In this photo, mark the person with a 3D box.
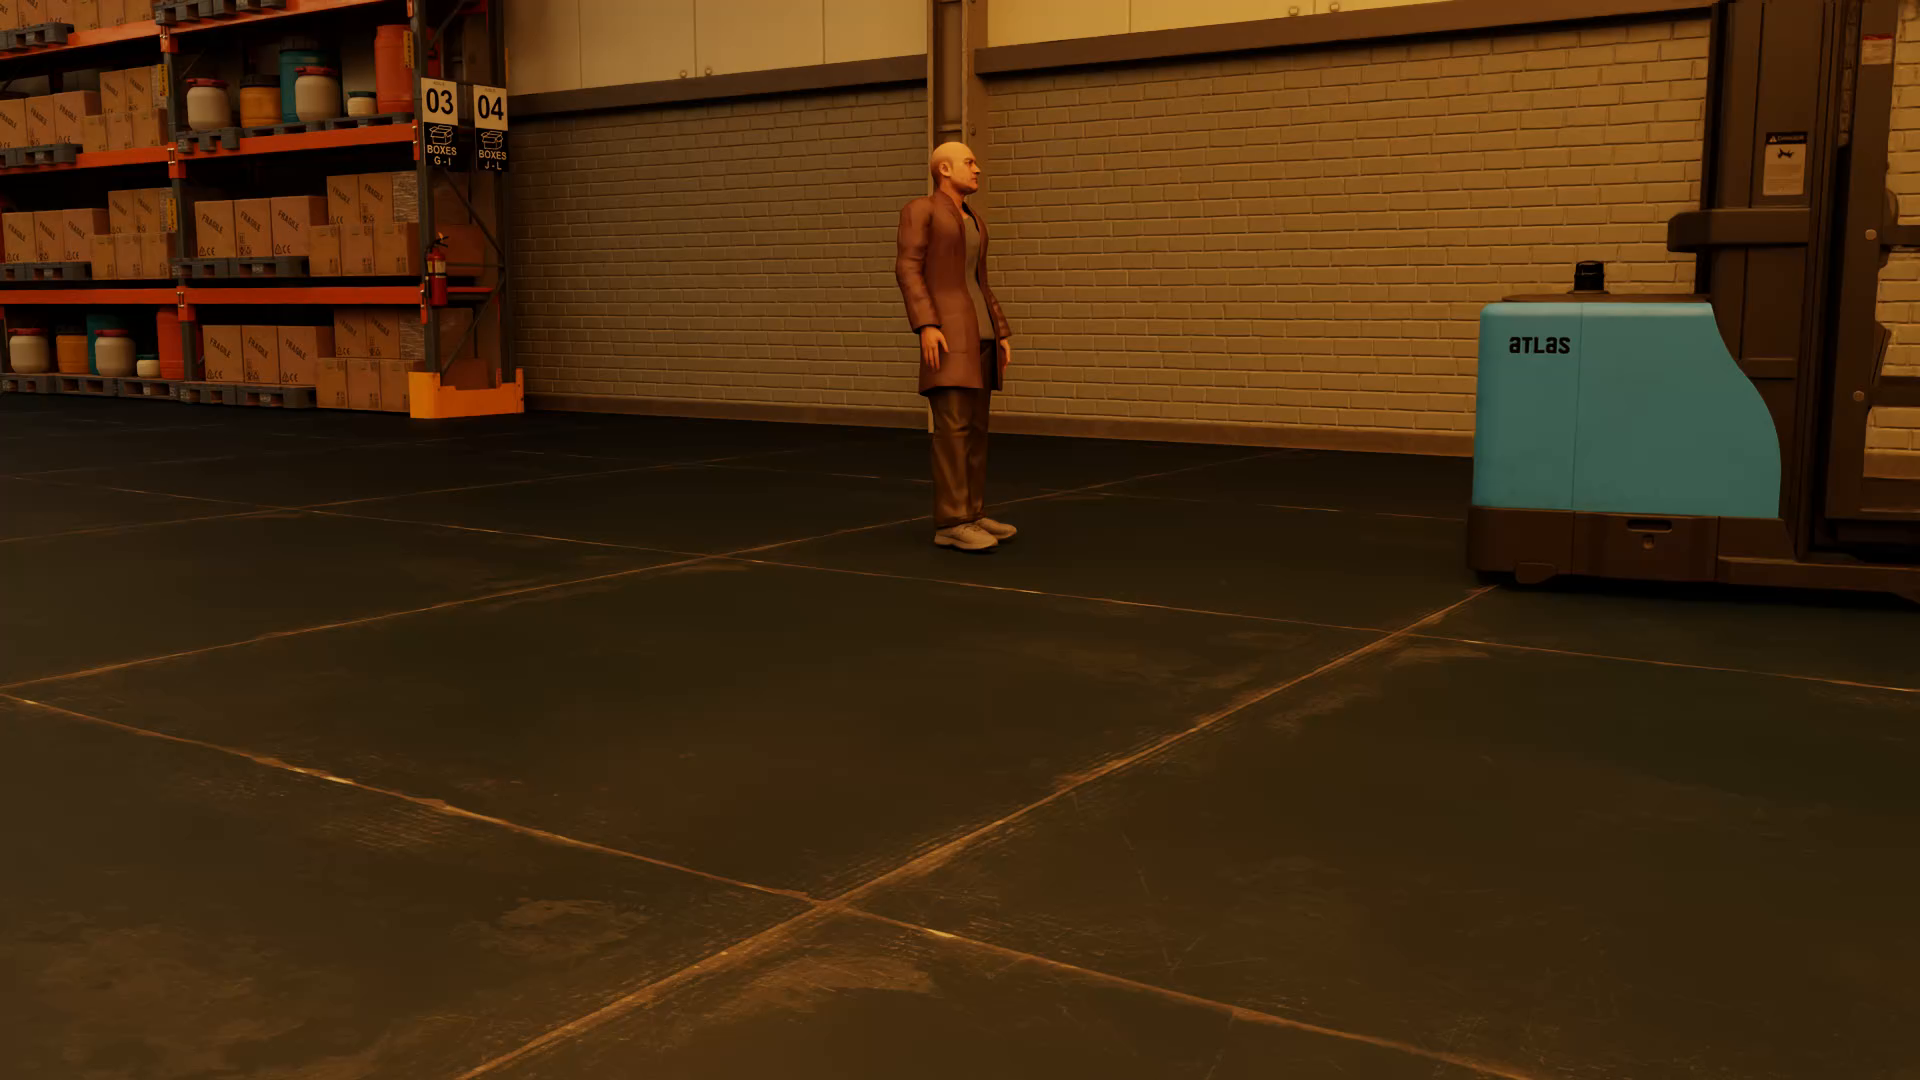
[{"bbox_3d":[0.072,-0.879,7.423,0.582,1.775,0.696,5,10,34],"label":"person"}]

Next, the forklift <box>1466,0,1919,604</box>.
[{"bbox_3d":[3.512,-1.265,6.089,3.031,2.935,1.130,3,9,19],"label":"forklift"}]
